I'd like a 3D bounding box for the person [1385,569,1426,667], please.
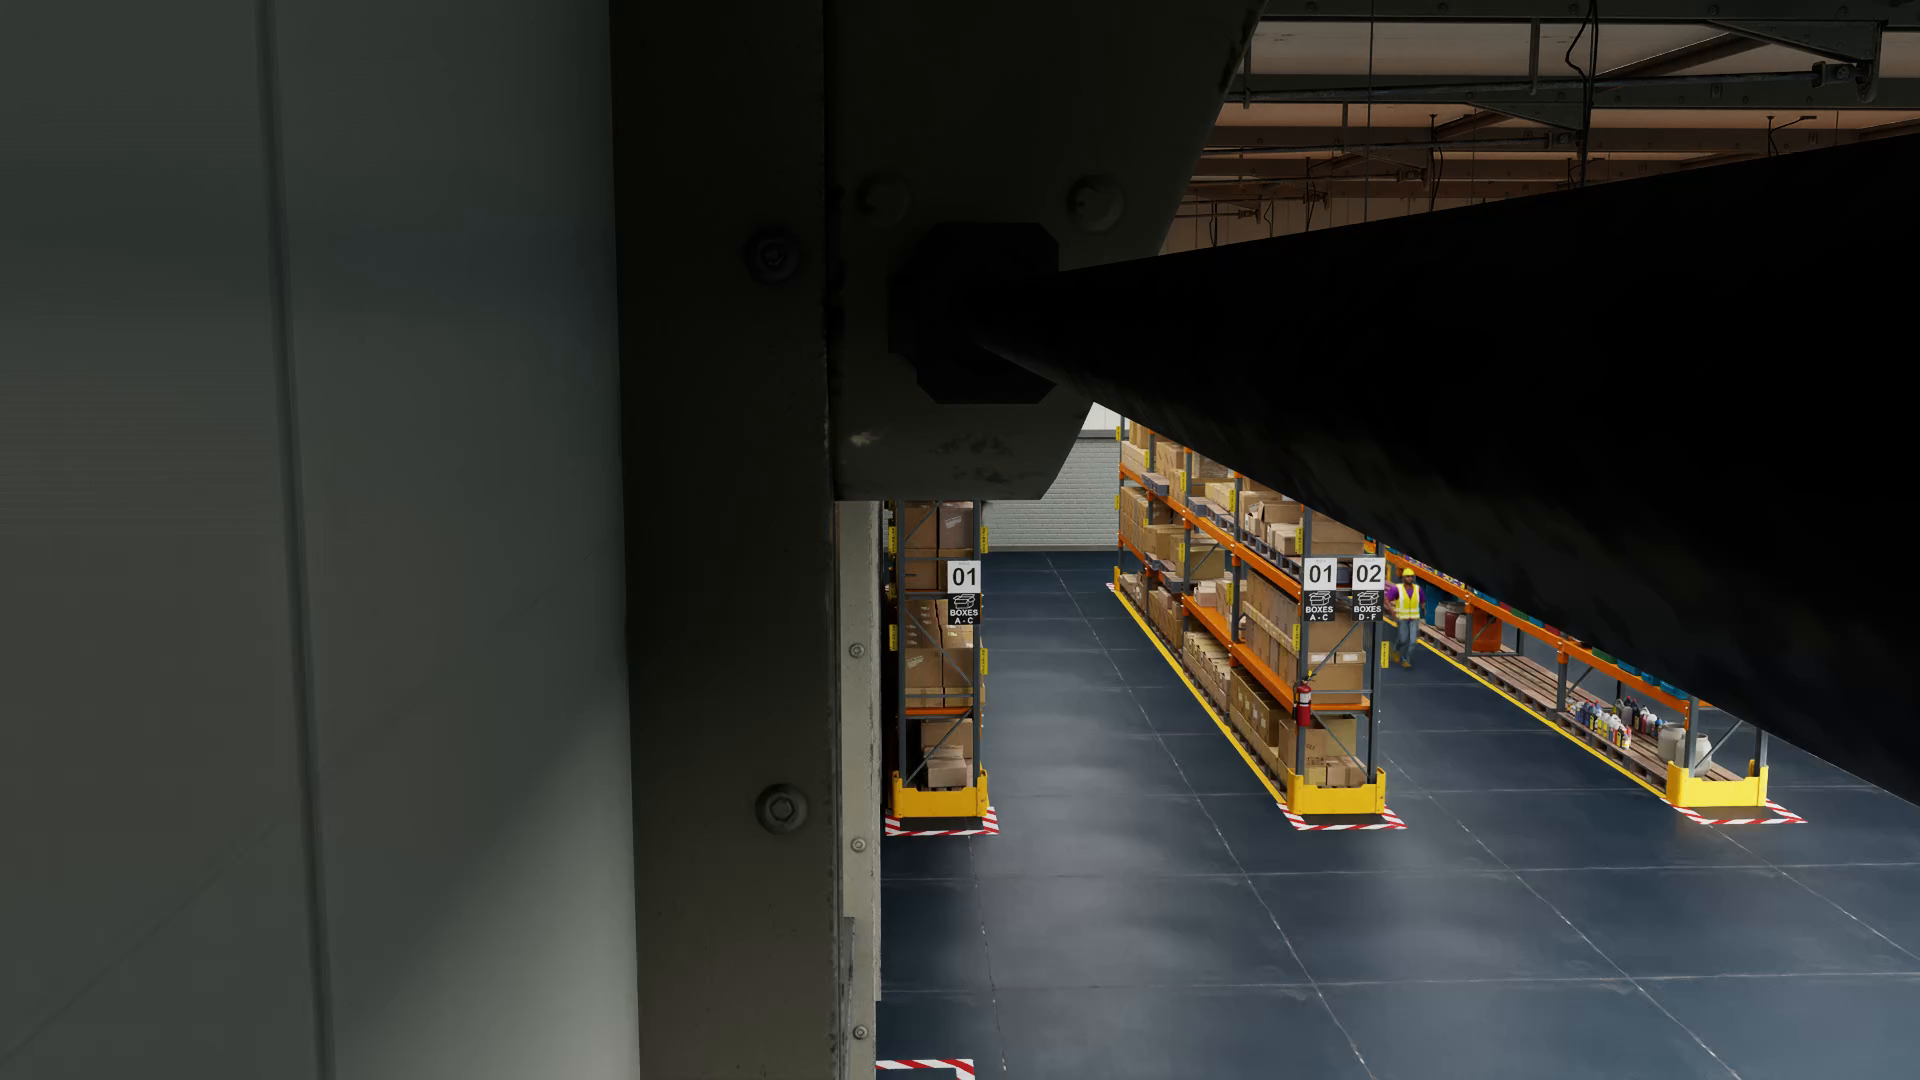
[{"bbox_3d":[7.723,1.354,28.700,0.695,1.720,0.593,0,8,-3],"label":"person"}]
